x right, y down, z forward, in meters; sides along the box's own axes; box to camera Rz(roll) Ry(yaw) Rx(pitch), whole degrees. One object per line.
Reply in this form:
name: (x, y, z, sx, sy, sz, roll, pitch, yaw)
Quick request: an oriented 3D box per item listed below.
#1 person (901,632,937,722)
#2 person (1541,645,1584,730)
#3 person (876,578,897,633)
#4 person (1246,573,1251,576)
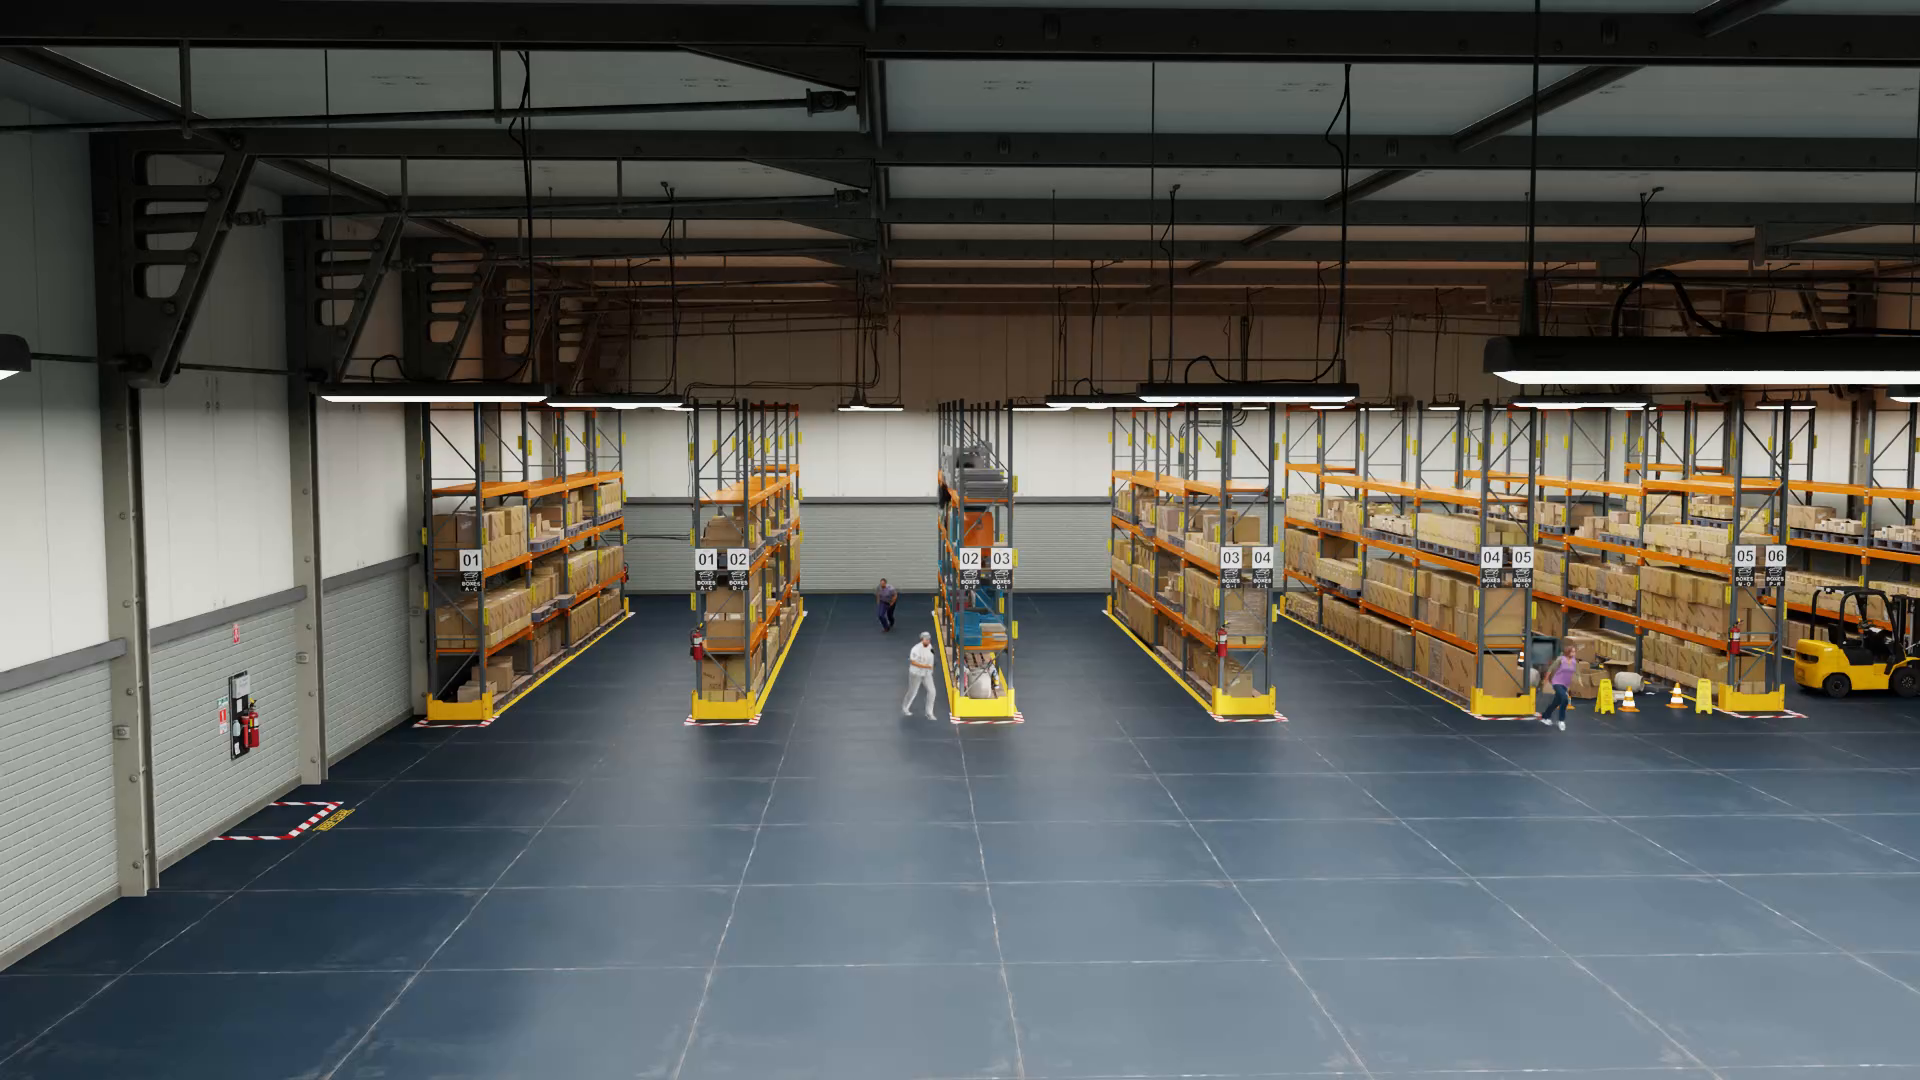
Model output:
person: (-0.735, 2.546, 31.132, 0.620, 1.697, 0.822, -3, 5, -37)
person: (10.971, 2.651, 30.254, 0.453, 1.542, 0.812, -2, 5, -25)
person: (-1.878, 1.692, 43.639, 0.602, 1.462, 0.994, 1, 5, 17)
person: (7.882, 1.333, 46.765, 0.639, 1.697, 0.738, -1, 5, -18)
